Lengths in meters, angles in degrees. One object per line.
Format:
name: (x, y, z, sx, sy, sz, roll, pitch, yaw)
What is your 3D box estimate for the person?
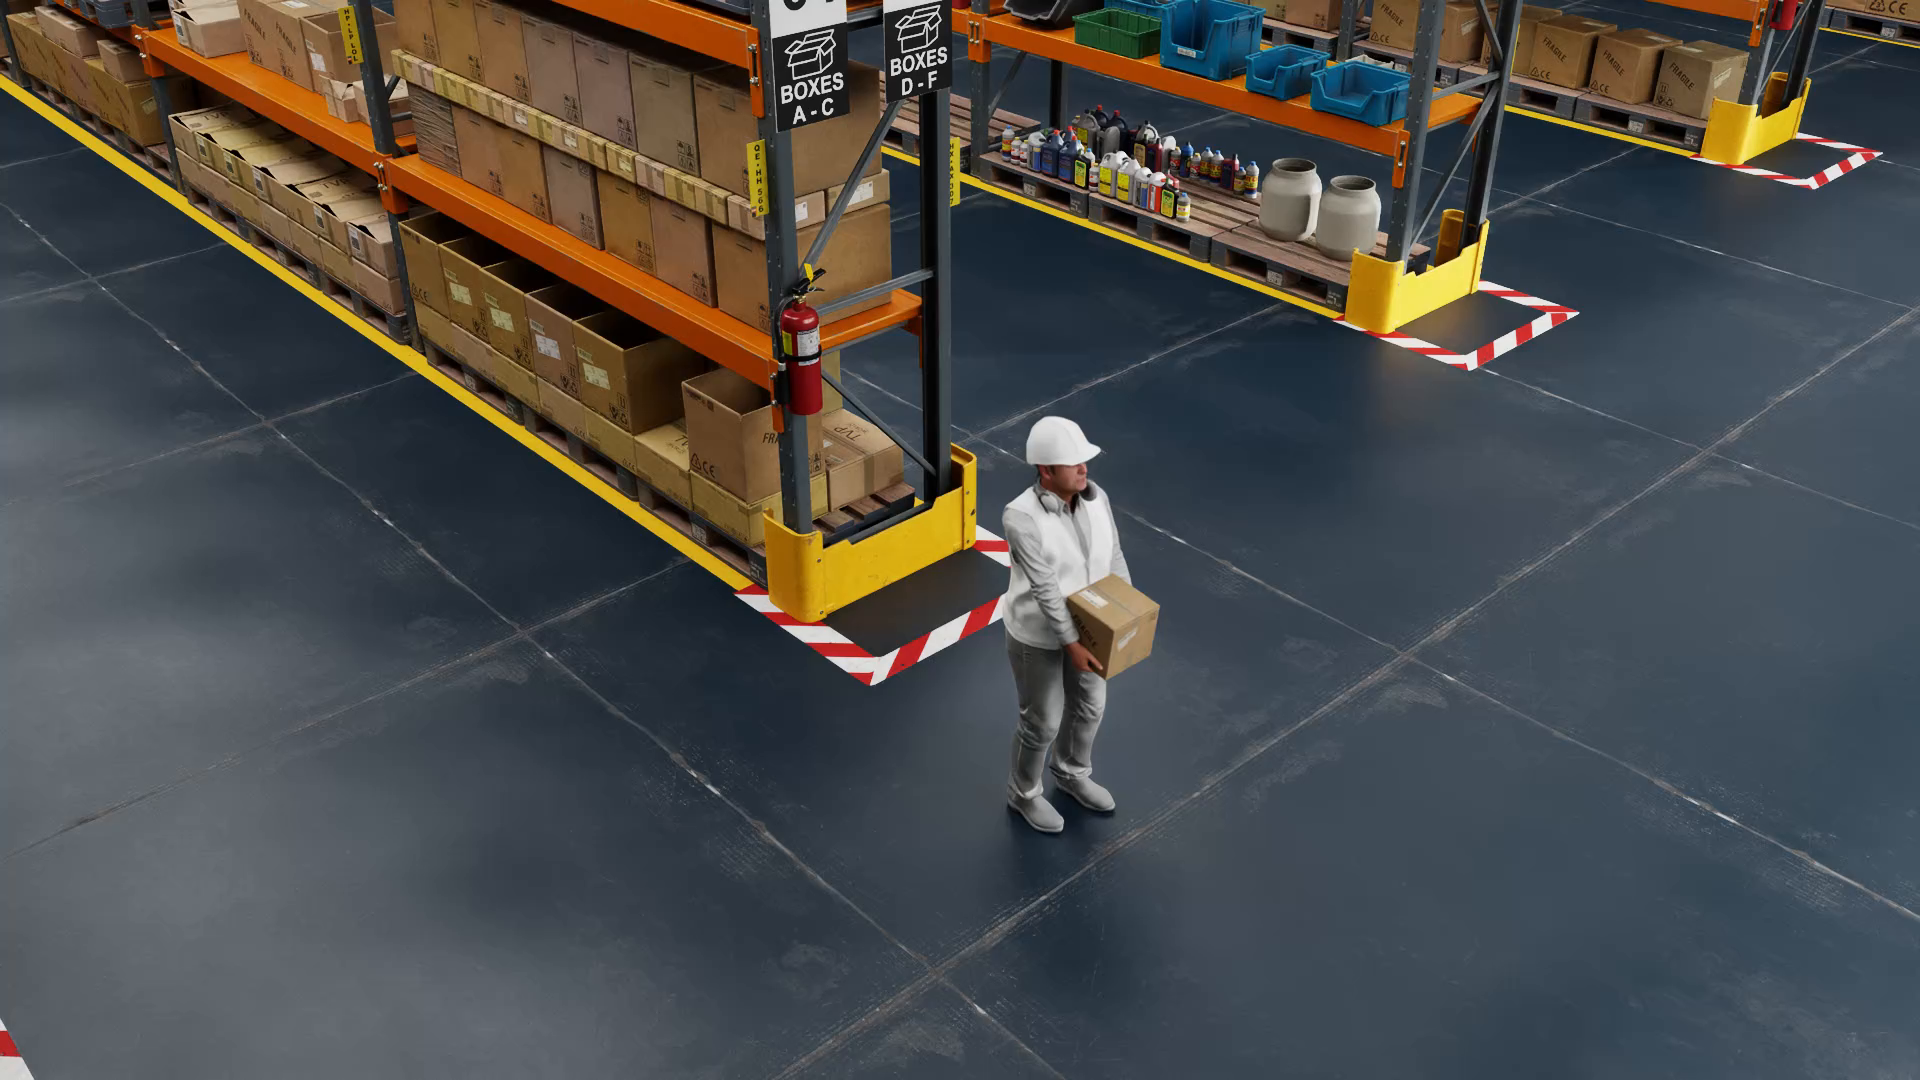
person: (0.462, 0.366, 6.521, 0.494, 1.765, 0.554, -25, 39, -35)
